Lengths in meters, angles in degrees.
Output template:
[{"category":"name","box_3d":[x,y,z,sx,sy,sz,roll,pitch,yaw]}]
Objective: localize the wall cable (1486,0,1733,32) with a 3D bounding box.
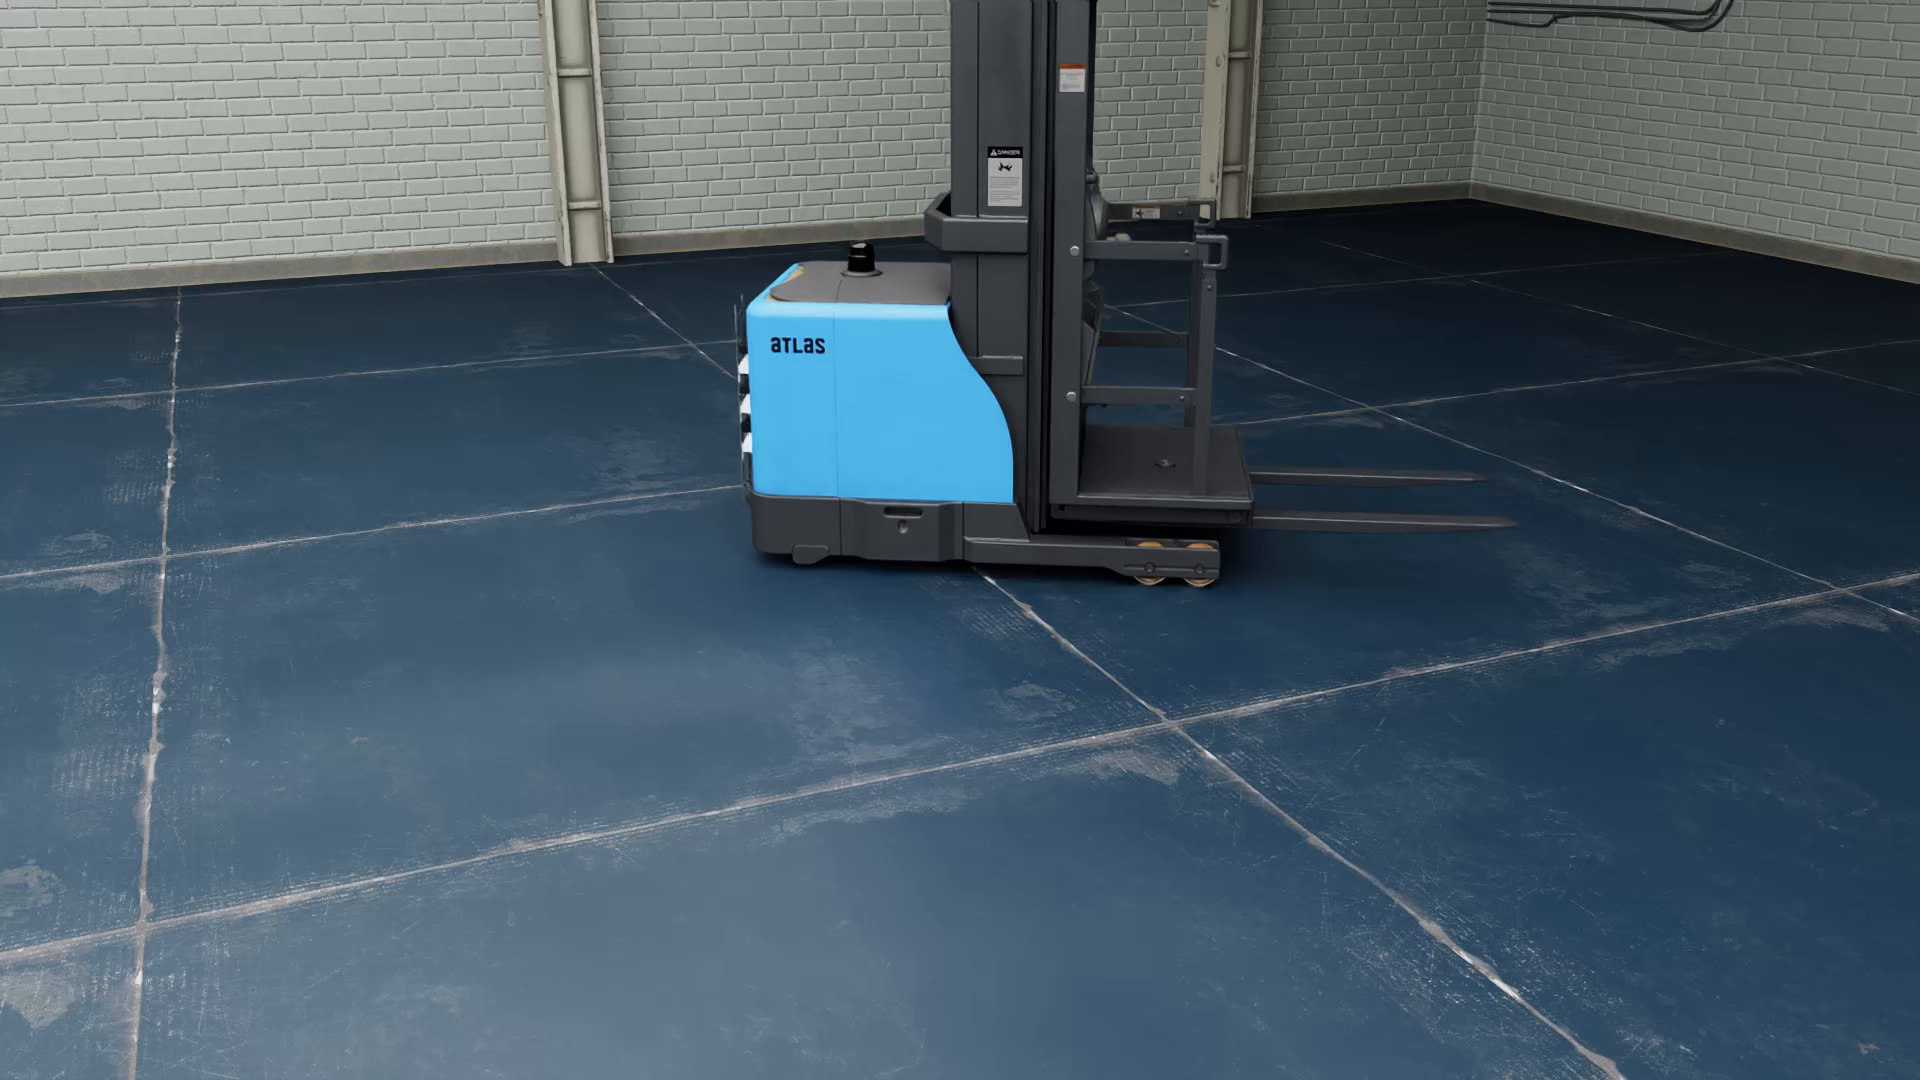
[{"category":"wall cable","box_3d":[5.721,-5.806,14.639,0.112,2.526,3.097,-8,21,-22]}]

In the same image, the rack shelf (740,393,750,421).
[{"category":"rack shelf","box_3d":[-0.872,-0.603,7.480,0.200,0.077,0.258,0,19,1]}]

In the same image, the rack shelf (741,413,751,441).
[{"category":"rack shelf","box_3d":[-0.872,-0.518,7.510,0.200,0.077,0.258,0,19,1]}]

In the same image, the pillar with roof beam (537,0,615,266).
[{"category":"pillar with roof beam","box_3d":[-1.312,-5.185,8.198,0.400,9.000,9.100,-8,21,-22]}]

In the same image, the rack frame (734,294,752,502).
[{"category":"rack frame","box_3d":[-0.974,-0.635,7.470,0.006,0.900,0.240,0,19,1]}]

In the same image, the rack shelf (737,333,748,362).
[{"category":"rack shelf","box_3d":[-0.872,-0.858,7.390,0.200,0.077,0.258,0,19,1]}]

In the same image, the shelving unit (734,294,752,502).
[{"category":"shelving unit","box_3d":[-0.872,-0.634,7.469,0.210,0.900,0.258,0,19,1]}]

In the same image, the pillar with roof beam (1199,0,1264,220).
[{"category":"pillar with roof beam","box_3d":[4.197,-5.974,10.439,0.400,9.000,9.100,-8,21,-22]}]

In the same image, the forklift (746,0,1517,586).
[{"category":"forklift","box_3d":[0.708,-1.387,6.548,3.031,2.935,1.130,2,19,5]}]

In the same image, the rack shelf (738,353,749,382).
[{"category":"rack shelf","box_3d":[-0.872,-0.773,7.420,0.200,0.077,0.258,0,19,1]}]

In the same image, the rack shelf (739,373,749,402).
[{"category":"rack shelf","box_3d":[-0.872,-0.688,7.450,0.200,0.077,0.258,0,19,1]}]

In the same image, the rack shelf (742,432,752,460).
[{"category":"rack shelf","box_3d":[-0.872,-0.433,7.540,0.200,0.077,0.258,0,19,1]}]
